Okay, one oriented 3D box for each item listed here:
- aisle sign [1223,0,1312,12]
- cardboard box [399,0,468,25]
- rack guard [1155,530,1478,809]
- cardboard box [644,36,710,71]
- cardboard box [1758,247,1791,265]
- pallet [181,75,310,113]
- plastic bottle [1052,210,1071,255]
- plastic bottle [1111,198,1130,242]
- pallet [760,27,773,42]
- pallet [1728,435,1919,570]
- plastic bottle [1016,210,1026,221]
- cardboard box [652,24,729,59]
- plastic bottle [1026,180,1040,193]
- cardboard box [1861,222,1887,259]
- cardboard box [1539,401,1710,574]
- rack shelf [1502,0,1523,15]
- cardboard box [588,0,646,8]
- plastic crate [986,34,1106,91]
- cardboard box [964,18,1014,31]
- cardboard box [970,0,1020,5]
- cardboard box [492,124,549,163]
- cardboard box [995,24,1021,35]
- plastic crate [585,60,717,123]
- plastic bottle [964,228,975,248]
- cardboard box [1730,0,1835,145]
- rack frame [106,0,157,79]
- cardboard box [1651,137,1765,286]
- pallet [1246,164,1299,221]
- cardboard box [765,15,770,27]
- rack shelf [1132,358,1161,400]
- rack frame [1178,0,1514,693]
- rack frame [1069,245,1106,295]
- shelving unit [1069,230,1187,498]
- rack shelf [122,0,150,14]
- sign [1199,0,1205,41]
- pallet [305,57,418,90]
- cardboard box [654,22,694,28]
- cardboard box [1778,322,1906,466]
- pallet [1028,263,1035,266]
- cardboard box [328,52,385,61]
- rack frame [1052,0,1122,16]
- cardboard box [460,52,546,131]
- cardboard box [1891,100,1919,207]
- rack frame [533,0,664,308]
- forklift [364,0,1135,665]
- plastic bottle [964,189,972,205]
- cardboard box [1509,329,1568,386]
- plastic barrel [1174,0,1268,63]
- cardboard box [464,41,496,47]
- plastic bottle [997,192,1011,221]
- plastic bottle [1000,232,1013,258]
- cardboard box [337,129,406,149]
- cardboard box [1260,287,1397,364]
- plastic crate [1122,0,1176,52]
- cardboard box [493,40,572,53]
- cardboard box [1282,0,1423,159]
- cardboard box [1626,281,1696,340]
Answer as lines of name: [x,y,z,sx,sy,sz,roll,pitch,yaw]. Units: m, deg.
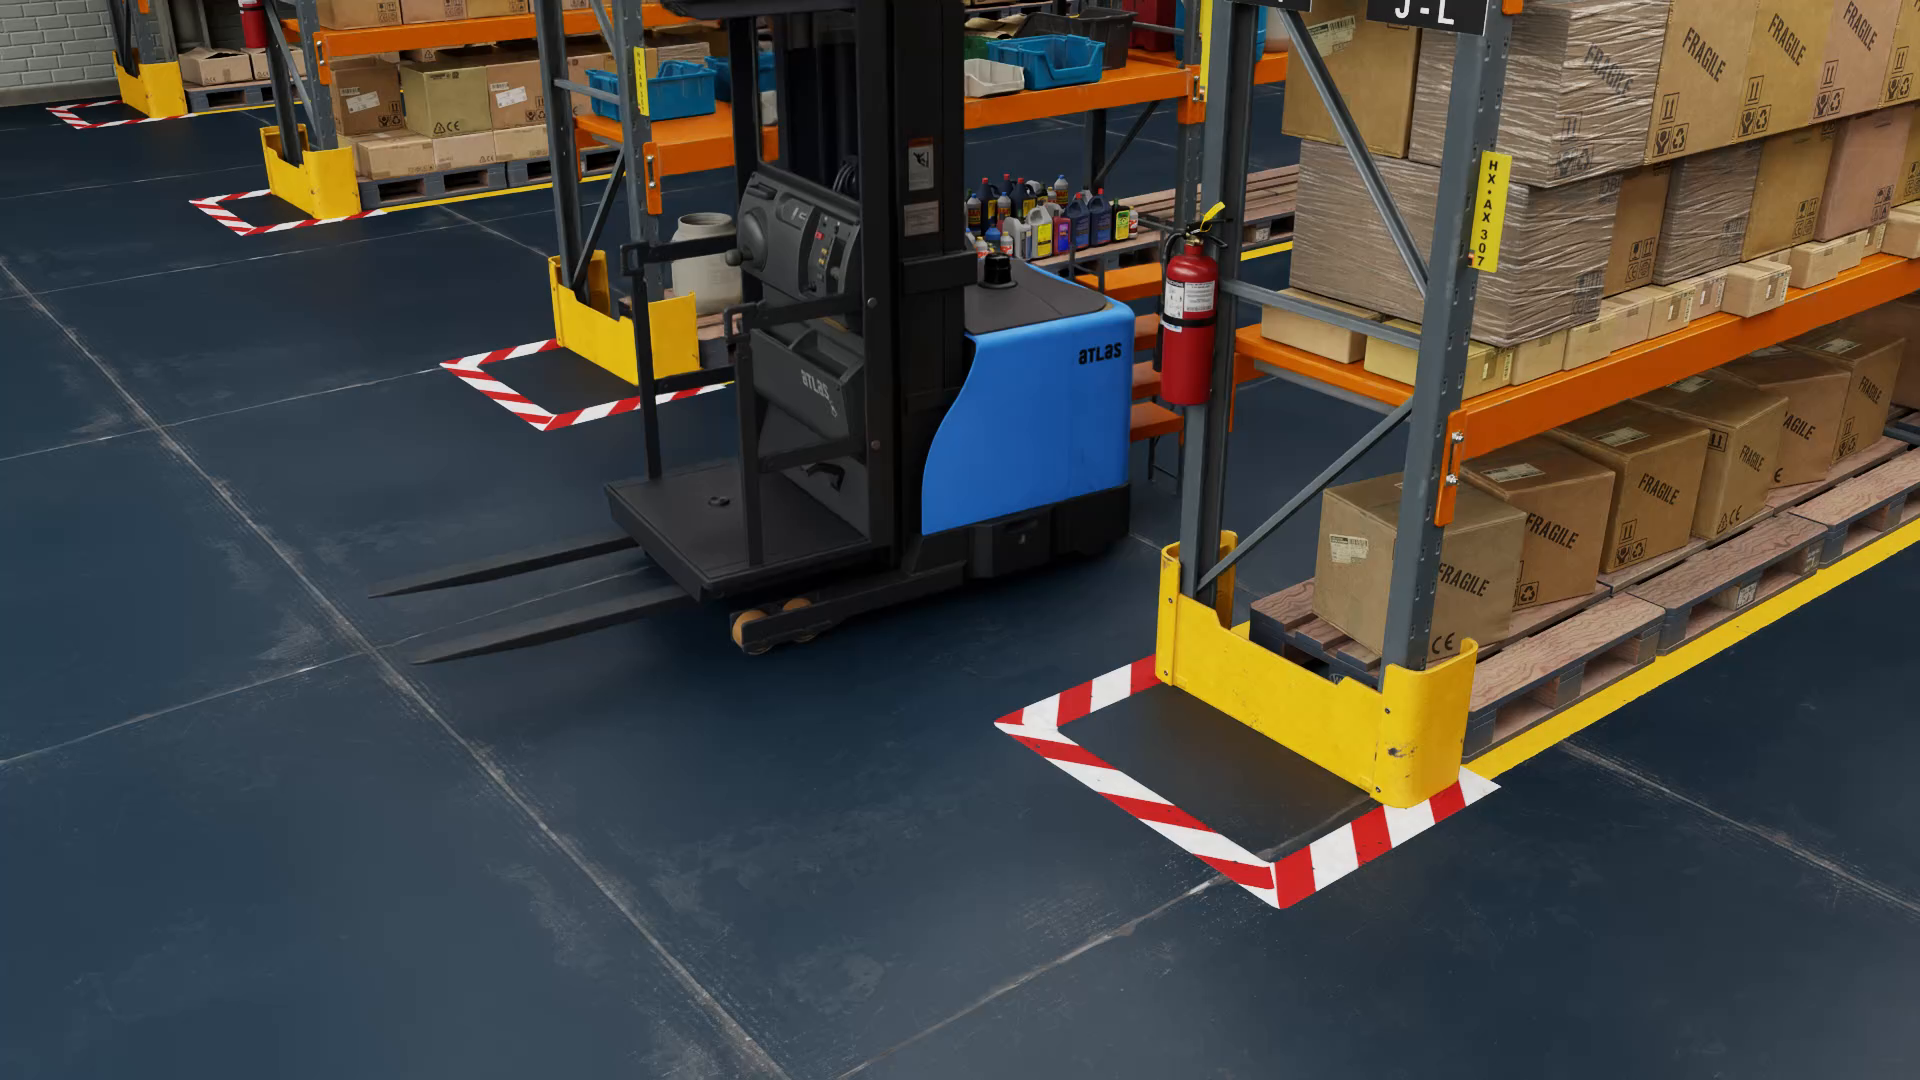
aisle sign: [0.900,-1.962,4.825,0.004,0.787,0.394,-18,31,-34]
cardboard box: [-4.190,-4.282,12.795,0.500,0.500,0.700,-17,30,-33]
rack guard: [1.194,0.415,5.762,0.348,0.500,1.175,-18,31,-34]
cardboard box: [-2.459,-3.985,14.151,0.500,0.500,0.500,-18,31,-34]
cardboard box: [2.861,-1.047,6.240,0.250,0.149,0.380,-18,31,-34]
pallet: [-7.314,-4.576,16.859,1.213,0.211,1.003,-18,31,-34]
plastic bottle: [0.643,-1.978,10.652,0.133,0.283,0.061,-16,29,-31]
plastic bottle: [1.051,-2.112,10.942,0.133,0.283,0.061,-17,30,-32]
pallet: [-2.356,-6.233,20.429,1.213,0.211,1.003,-18,31,-34]
pallet: [3.775,-0.287,7.618,1.213,0.211,1.003,-18,31,-34]
plastic bottle: [0.408,-1.977,10.651,0.133,0.283,0.061,-18,31,-34]
cardboard box: [-2.386,-4.287,14.802,0.500,0.500,0.500,-18,31,-34]
plastic bottle: [0.467,-2.312,11.382,0.135,0.276,0.152,-17,30,-32]
cardboard box: [3.452,-1.241,6.659,0.250,0.149,0.380,-18,31,-34]
cardboard box: [2.589,-0.235,6.664,0.500,0.500,0.500,-15,29,-29]
rack shelf: [2.708,-2.253,5.833,4.000,0.370,1.077,-18,31,-34]
cardboard box: [-2.982,-4.681,13.653,0.500,0.500,0.700,-18,30,-33]
plastic crate: [0.522,-2.934,10.185,0.616,0.251,0.499,-18,31,-34]
cardboard box: [0.318,-5.080,16.733,0.500,0.311,0.500,-19,31,-35]
cardboard box: [0.279,-7.511,21.925,0.750,0.750,0.750,-17,30,-33]
cardboard box: [-3.631,-3.251,13.460,0.500,0.250,0.500,-18,31,-34]
cardboard box: [0.654,-4.903,16.352,0.500,0.311,0.500,-19,31,-35]
plastic crate: [-1.713,-2.502,9.254,0.616,0.251,0.499,-18,31,-34]
plastic bottle: [0.045,-1.785,10.251,0.097,0.271,0.097,0,25,0]
cardboard box: [2.526,-1.643,5.568,0.500,0.500,0.500,-18,31,-34]
rack frame: [-8.035,-5.622,15.800,0.127,3.000,1.000,-18,31,-34]
cardboard box: [2.323,-1.298,6.012,0.500,0.500,0.875,-18,31,-34]
pallet: [2.780,-2.650,12.708,1.213,0.211,1.003,-18,31,-34]
cardboard box: [-2.274,-6.561,20.271,0.500,0.500,0.700,-18,30,-33]
rack shelf: [0.747,-0.670,7.428,0.480,0.148,0.258,-14,29,-28]
rack frame: [1.134,-0.699,5.193,0.127,3.000,1.000,-18,31,-34]
rack frame: [0.539,-0.677,7.284,0.015,1.200,0.240,-14,29,-28]
shelving unit: [0.747,-0.731,7.400,0.503,1.200,0.258,-14,29,-28]
rack shelf: [-6.462,-5.815,17.071,4.000,0.370,1.077,-18,31,-34]
sign: [1.556,-3.319,10.510,0.005,0.325,0.100,-18,31,-34]
pallet: [-6.355,-4.891,17.538,1.213,0.211,1.003,-18,31,-34]
cardboard box: [-3.517,-6.193,19.478,0.500,0.500,0.700,-18,30,-33]
cardboard box: [3.942,-0.704,7.675,0.500,0.500,0.500,-19,31,-36]
pallet: [-0.289,-1.635,10.522,1.213,0.211,1.003,-18,31,-34]
cardboard box: [-6.379,-5.160,17.251,0.500,0.500,0.700,-21,32,-37]
rack frame: [1.320,-6.060,16.744,0.127,3.000,1.000,-18,31,-34]
cardboard box: [-3.639,-3.595,13.311,0.500,0.500,0.500,-18,31,-34]
cardboard box: [3.474,-1.704,6.886,0.500,0.500,0.875,-18,31,-34]
rack frame: [-1.922,-2.340,8.729,0.127,3.000,1.000,-18,31,-34]
forklift: [-0.797,-1.148,6.242,3.031,2.935,1.130,-14,29,-28]
plastic bottle: [0.030,-2.196,11.123,0.133,0.283,0.061,-17,30,-32]
cardboard box: [1.714,-0.639,5.362,0.250,0.149,0.380,-18,31,-34]
plastic barrel: [1.717,-3.606,10.862,0.708,0.901,0.600,-18,31,-34]
cardboard box: [-5.290,-5.426,18.222,0.380,0.166,0.250,22,33,39]
plastic bottle: [0.295,-2.191,11.126,0.097,0.271,0.097,0,25,0]
plastic bottle: [0.285,-1.832,10.436,0.097,0.201,0.097,0,25,0]
cardboard box: [-4.736,-3.162,13.268,0.500,0.250,0.500,-18,31,-34]
cardboard box: [1.231,-0.728,5.553,0.250,0.149,0.380,-18,31,-34]
plastic crate: [1.418,-3.635,11.443,0.583,0.464,0.402,-18,31,-34]
cardboard box: [-3.565,-3.897,13.961,0.500,0.500,0.500,-18,31,-34]
cardboard box: [1.414,-1.558,5.383,0.500,0.500,0.500,-18,31,-34]
cardboard box: [2.305,-0.833,5.781,0.250,0.149,0.380,-18,31,-34]
